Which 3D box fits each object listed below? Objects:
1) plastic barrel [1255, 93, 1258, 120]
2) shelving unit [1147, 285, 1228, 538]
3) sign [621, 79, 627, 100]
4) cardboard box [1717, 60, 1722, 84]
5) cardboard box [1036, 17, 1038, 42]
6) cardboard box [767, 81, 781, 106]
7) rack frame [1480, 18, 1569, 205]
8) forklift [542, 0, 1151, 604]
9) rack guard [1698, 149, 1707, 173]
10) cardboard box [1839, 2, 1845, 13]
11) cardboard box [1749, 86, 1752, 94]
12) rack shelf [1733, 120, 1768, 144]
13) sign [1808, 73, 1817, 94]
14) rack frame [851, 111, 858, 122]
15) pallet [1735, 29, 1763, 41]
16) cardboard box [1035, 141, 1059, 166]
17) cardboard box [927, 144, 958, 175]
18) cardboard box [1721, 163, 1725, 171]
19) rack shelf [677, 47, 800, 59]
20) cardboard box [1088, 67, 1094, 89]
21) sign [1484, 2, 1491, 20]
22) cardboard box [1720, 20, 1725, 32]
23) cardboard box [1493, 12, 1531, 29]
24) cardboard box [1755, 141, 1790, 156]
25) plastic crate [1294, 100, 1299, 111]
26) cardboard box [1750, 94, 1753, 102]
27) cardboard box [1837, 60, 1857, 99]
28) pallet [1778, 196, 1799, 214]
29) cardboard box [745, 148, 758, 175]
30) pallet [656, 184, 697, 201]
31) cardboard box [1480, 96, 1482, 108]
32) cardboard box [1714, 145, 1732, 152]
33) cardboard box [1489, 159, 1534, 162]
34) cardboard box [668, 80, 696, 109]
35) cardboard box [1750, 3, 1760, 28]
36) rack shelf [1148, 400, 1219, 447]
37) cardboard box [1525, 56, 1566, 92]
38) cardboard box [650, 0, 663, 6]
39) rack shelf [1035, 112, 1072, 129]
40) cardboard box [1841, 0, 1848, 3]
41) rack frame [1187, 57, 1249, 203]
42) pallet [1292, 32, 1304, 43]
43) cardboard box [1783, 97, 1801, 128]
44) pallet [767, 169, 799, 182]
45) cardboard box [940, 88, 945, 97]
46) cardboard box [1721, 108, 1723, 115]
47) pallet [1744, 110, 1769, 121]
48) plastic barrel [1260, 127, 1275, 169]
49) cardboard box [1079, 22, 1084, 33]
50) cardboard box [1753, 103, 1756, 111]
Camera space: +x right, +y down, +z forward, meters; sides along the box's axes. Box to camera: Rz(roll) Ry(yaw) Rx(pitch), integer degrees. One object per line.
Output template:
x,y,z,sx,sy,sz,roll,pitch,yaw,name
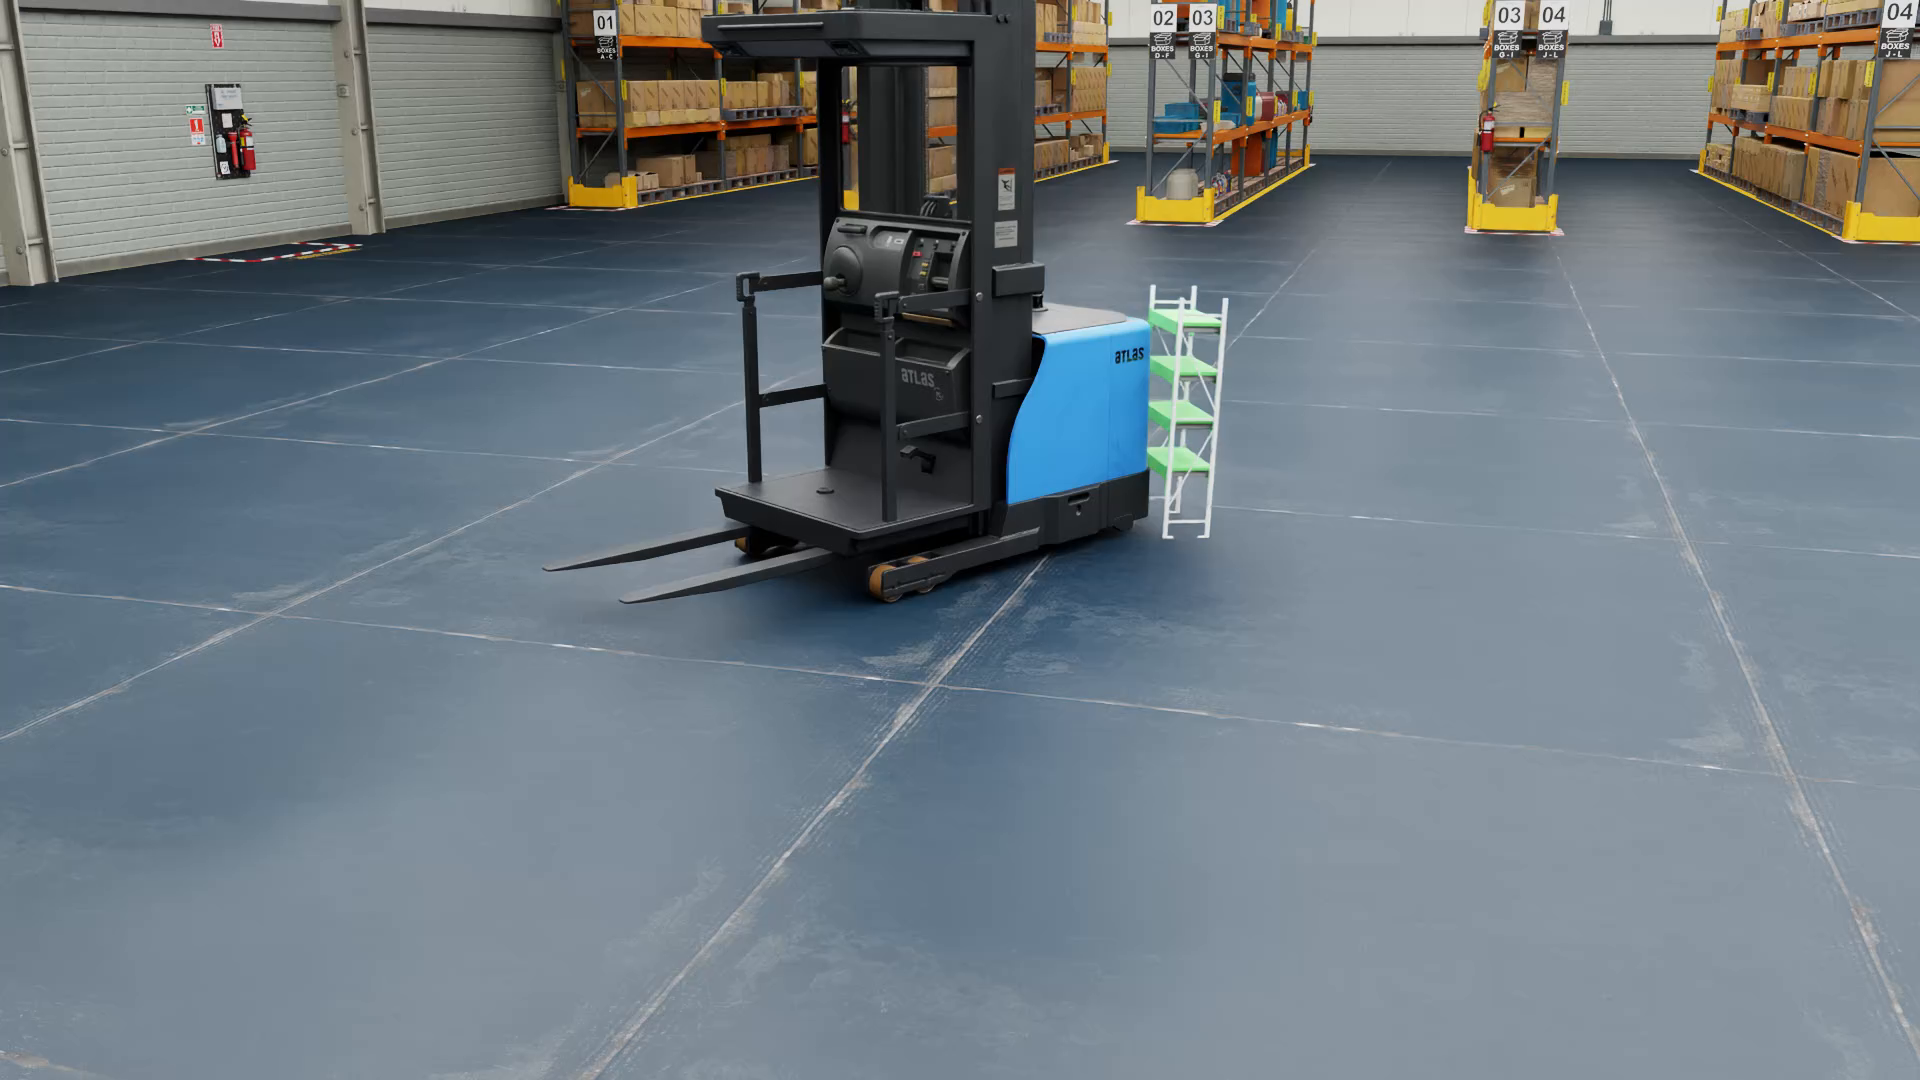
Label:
5.310,-8.036,30.915,0.433,0.535,0.433,0,16,0,plastic barrel
1.113,-0.656,8.425,0.258,1.200,0.503,-1,16,-10,shelving unit
-5.619,-7.528,27.788,0.100,0.325,0.005,5,16,16,sign
16.862,-10.219,36.301,0.500,0.500,0.500,5,17,17,cardboard box
1.121,-10.605,34.542,0.910,0.500,0.500,5,16,16,cardboard box
-4.123,-9.235,34.401,0.700,0.500,0.500,3,16,11,cardboard box
8.108,-6.002,23.992,1.000,3.000,0.127,5,16,16,rack frame
-0.454,-1.294,7.520,3.031,2.935,1.130,-14,21,-41,forklift
17.360,-8.554,37.572,1.175,0.500,0.348,5,16,16,rack guard
13.255,-7.874,24.604,0.380,0.149,0.250,4,16,15,cardboard box
15.102,-8.482,31.336,0.380,0.149,0.250,5,16,16,cardboard box
15.677,-7.861,31.865,1.077,0.370,4.000,5,16,16,rack shelf
13.449,-7.196,26.224,0.100,0.325,0.005,5,16,16,sign
-2.729,-10.293,39.123,1.000,3.000,0.127,5,16,16,rack frame
15.967,-9.930,32.687,1.213,0.211,1.003,5,16,16,pallet
1.865,-8.508,36.604,0.500,0.500,0.500,5,17,17,cardboard box
-0.327,-6.789,29.663,0.500,0.500,0.500,5,16,16,cardboard box
16.197,-7.825,34.876,0.380,0.149,0.250,4,16,14,cardboard box
-4.434,-9.821,33.278,1.077,0.370,4.000,5,16,16,rack shelf
2.864,-10.946,39.407,0.500,0.500,0.500,5,17,18,cardboard box
9.852,-9.870,31.040,0.100,0.325,0.005,5,16,16,sign
17.005,-11.291,36.501,0.500,0.250,0.500,5,17,17,cardboard box
8.002,-7.518,24.117,0.500,0.250,0.500,5,17,17,cardboard box
15.051,-7.243,30.806,0.500,0.250,0.500,4,16,15,cardboard box
7.568,-9.963,38.154,0.416,0.233,0.300,5,16,16,plastic crate
15.030,-8.277,31.159,0.380,0.149,0.250,5,16,16,cardboard box
13.361,-6.712,24.243,0.875,0.550,0.500,5,16,16,cardboard box
14.119,-5.503,27.345,1.003,0.211,1.213,5,16,16,pallet
-4.527,-7.673,33.659,0.700,0.500,0.500,5,17,17,cardboard box
-5.504,-6.360,30.367,1.003,0.211,1.213,5,16,16,pallet
11.392,-9.348,35.519,0.500,0.250,0.500,4,16,15,cardboard box
16.759,-8.574,36.425,0.380,0.149,0.250,4,16,13,cardboard box
9.752,-6.486,29.474,0.700,0.500,0.500,3,16,11,cardboard box
-5.130,-8.089,30.215,0.500,0.500,0.500,4,16,14,cardboard box
16.032,-10.333,32.811,0.700,0.500,0.500,5,16,16,cardboard box
1.110,-0.595,8.442,0.258,0.148,0.480,-1,16,-10,rack shelf
8.526,-6.797,24.234,0.500,0.500,0.500,5,16,16,cardboard box
-5.471,-9.480,28.706,0.500,0.500,0.500,5,17,17,cardboard box
1.453,-9.041,36.026,1.077,0.370,4.000,5,16,16,rack shelf
13.279,-8.031,24.426,0.500,0.250,0.500,4,16,15,cardboard box
4.496,-7.432,29.036,1.000,3.000,0.127,5,16,16,rack frame
6.640,-10.665,35.281,1.213,0.211,1.003,5,16,16,pallet
14.293,-7.240,28.174,0.500,0.500,0.500,4,16,15,cardboard box
-4.089,-7.701,35.094,1.003,0.211,1.213,5,16,16,pallet
-0.486,-7.758,28.811,0.380,0.149,0.250,5,17,17,cardboard box
16.675,-9.250,35.906,0.380,0.149,0.250,4,16,15,cardboard box
15.632,-8.112,31.785,1.003,0.211,1.213,5,16,16,pallet
6.397,-8.391,35.493,0.600,0.901,0.708,5,16,16,plastic barrel
2.538,-11.761,38.158,0.500,0.250,0.500,5,16,16,cardboard box
14.880,-7.994,30.708,0.380,0.149,0.250,5,16,16,cardboard box
